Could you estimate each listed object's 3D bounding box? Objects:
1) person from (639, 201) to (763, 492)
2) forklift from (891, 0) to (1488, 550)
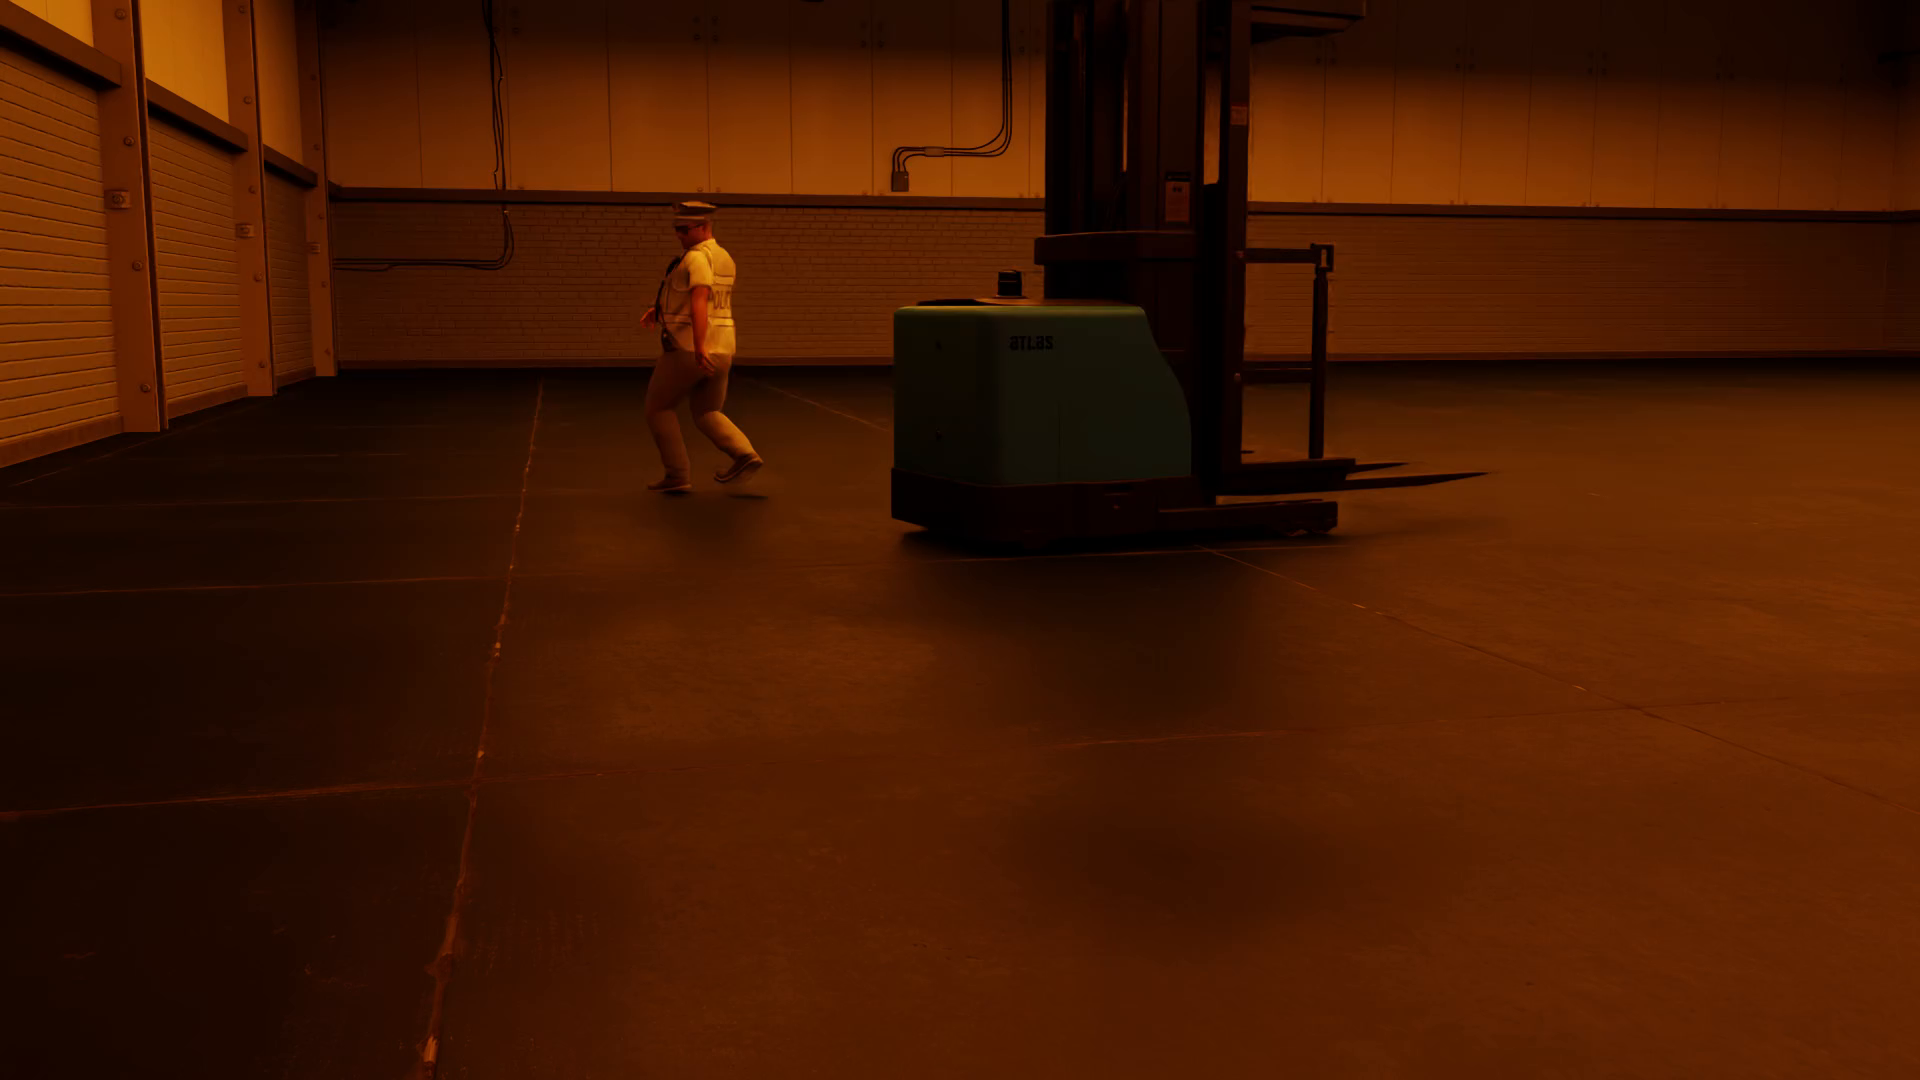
[{"bbox_3d":[-1.507,-1.092,9.547,0.779,1.678,0.628,6,10,35],"label":"person"},{"bbox_3d":[1.224,-1.525,8.029,3.031,2.935,1.130,-4,9,-26],"label":"forklift"}]
